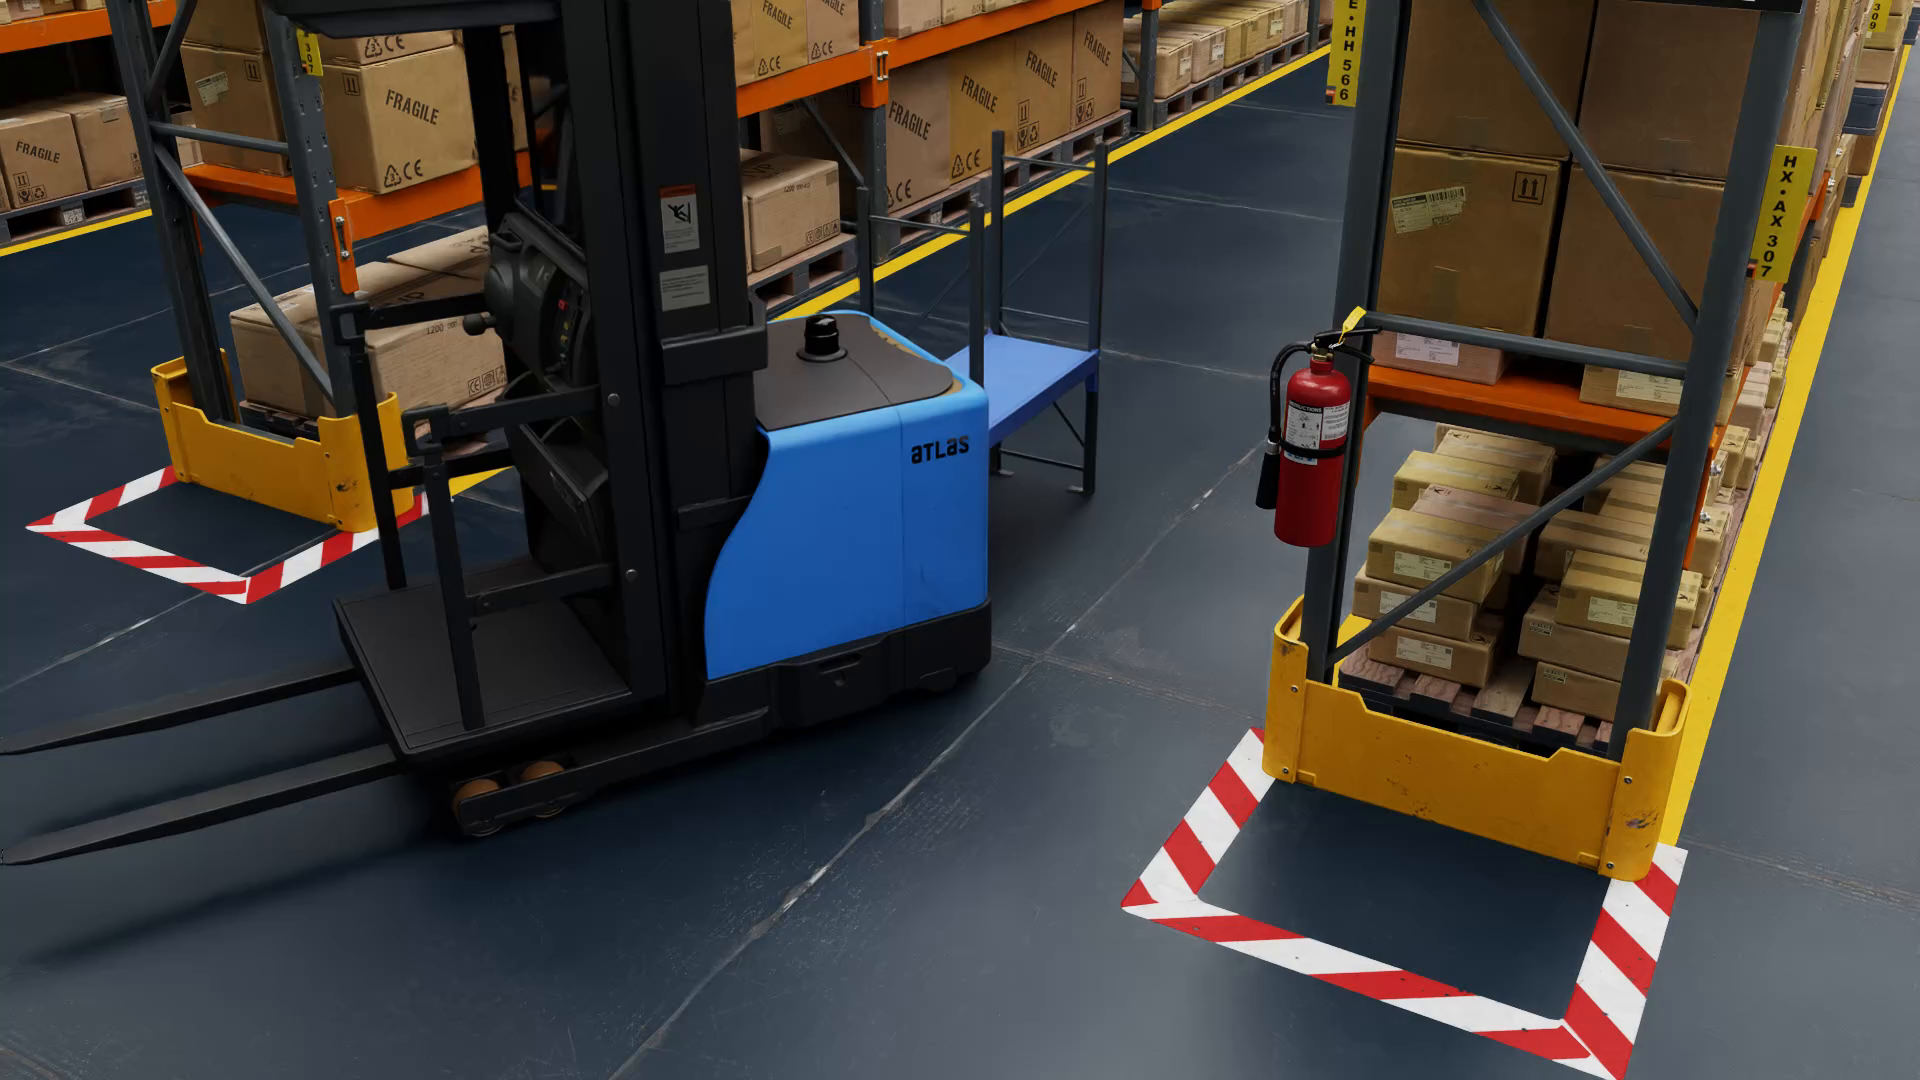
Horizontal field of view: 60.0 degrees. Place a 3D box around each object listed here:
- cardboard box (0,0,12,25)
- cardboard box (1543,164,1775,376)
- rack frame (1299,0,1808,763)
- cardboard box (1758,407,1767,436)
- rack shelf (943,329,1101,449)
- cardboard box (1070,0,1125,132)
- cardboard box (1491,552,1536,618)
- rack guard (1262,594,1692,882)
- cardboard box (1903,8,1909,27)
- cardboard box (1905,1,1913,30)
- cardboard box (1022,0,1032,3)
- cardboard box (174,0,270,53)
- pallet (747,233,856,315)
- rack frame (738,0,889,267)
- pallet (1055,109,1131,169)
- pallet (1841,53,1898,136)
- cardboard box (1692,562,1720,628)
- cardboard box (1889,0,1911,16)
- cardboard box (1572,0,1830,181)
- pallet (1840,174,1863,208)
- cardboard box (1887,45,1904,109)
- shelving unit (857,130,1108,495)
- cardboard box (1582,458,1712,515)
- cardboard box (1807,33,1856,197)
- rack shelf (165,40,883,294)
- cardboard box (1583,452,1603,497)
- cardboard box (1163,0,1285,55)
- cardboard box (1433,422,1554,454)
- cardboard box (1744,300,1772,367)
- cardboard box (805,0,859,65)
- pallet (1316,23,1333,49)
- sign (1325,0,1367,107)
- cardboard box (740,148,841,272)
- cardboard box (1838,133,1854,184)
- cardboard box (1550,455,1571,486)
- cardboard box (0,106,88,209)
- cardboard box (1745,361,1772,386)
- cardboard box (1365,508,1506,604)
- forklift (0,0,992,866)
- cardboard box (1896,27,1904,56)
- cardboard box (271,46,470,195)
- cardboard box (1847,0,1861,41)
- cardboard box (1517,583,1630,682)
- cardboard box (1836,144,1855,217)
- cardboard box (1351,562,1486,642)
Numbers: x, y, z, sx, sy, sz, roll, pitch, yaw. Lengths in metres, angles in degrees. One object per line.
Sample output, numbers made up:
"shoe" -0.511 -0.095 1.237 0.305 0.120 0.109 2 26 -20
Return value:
"cardboard box" -6.000 -3.208 10.089 0.380 0.149 0.250 15 30 27
"cardboard box" 1.955 -0.804 4.562 0.500 0.500 0.500 16 31 28
"rack frame" 1.494 -0.513 4.423 1.000 3.000 0.127 14 30 26
"cardboard box" 3.291 -0.557 7.226 0.380 0.149 0.250 13 29 24
"rack shelf" 0.107 -0.564 6.603 0.538 0.185 1.000 14 30 26
"cardboard box" 0.658 -3.668 12.631 0.875 0.875 0.875 14 30 26
"cardboard box" 1.815 0.117 5.881 0.380 0.149 0.250 14 30 26
"rack guard" 1.531 0.576 5.042 1.175 0.500 0.348 14 30 26
"cardboard box" 4.308 -2.534 7.941 0.380 0.149 0.250 15 30 27
"cardboard box" 4.820 -2.807 8.817 0.380 0.149 0.250 13 29 24
"cardboard box" 0.322 -3.759 11.077 0.500 0.250 0.500 14 30 25
"cardboard box" -2.836 -2.295 6.756 0.500 0.500 0.500 15 30 28
"pallet" -1.340 -1.596 9.703 1.003 0.211 1.213 14 30 26
"rack frame" -0.898 -3.122 9.636 1.000 3.000 0.127 14 30 26
"pallet" 0.617 -3.143 12.794 1.003 0.211 1.213 14 30 26
"pallet" 3.964 -2.252 8.111 1.003 0.211 1.213 14 30 26
"cardboard box" 2.425 0.147 5.821 0.380 0.149 0.250 15 30 27
"cardboard box" 4.056 -2.465 7.471 0.380 0.149 0.250 16 31 29
"cardboard box" 1.946 -1.254 4.343 0.500 0.500 0.500 14 30 26
"pallet" 5.883 -2.674 11.856 1.003 0.211 1.213 14 30 26
"cardboard box" 6.692 -3.734 12.903 1.050 0.750 0.750 14 30 26
"shelving unit" 0.107 -0.725 6.522 0.538 1.500 1.048 14 30 26
"cardboard box" 2.364 -0.140 5.729 0.380 0.149 0.250 13 29 24
"cardboard box" 2.967 -1.603 6.157 0.500 0.500 0.500 14 30 26
"rack shelf" -1.882 -2.021 8.240 1.077 0.370 4.000 14 30 26
"cardboard box" 2.568 -0.231 6.243 0.380 0.149 0.250 16 31 29
"cardboard box" 2.431 -4.767 15.388 0.950 0.372 0.625 16 31 29
"cardboard box" 1.990 -0.372 6.193 0.380 0.149 0.250 15 30 28
"cardboard box" 2.207 -0.656 4.989 0.380 0.149 0.250 13 30 25
"cardboard box" -0.903 -2.930 9.140 0.500 0.500 0.500 14 30 27
"pallet" 3.337 -5.262 17.027 1.003 0.211 1.213 14 30 26
"sign" 1.020 -1.302 4.353 0.100 0.325 0.005 14 30 26
"cardboard box" -1.300 -1.943 9.674 0.875 0.438 0.875 14 30 25
"cardboard box" 4.570 -2.112 9.105 0.500 0.250 0.500 15 30 28
"cardboard box" 2.145 -0.330 6.443 0.380 0.149 0.250 16 31 29
"cardboard box" -6.004 -2.451 10.618 0.500 0.500 0.500 15 30 27
"cardboard box" 3.057 -0.638 6.724 0.380 0.149 0.250 13 29 24
"cardboard box" 1.534 0.046 5.358 0.380 0.149 0.250 15 30 27
"forklift" -1.430 -0.695 4.863 3.031 2.935 1.130 -14 30 -26
"cardboard box" 4.313 -2.405 8.015 0.380 0.149 0.250 14 30 26
"cardboard box" -2.379 -1.732 6.747 0.500 0.500 0.500 14 30 26
"cardboard box" 2.952 -2.055 5.942 0.500 0.500 0.500 15 30 27
"cardboard box" 1.975 0.294 5.196 0.380 0.149 0.250 16 31 28
"cardboard box" 5.075 -2.185 10.087 0.500 0.500 0.500 16 31 28
"cardboard box" 1.505 0.173 5.437 0.380 0.149 0.250 13 30 25
